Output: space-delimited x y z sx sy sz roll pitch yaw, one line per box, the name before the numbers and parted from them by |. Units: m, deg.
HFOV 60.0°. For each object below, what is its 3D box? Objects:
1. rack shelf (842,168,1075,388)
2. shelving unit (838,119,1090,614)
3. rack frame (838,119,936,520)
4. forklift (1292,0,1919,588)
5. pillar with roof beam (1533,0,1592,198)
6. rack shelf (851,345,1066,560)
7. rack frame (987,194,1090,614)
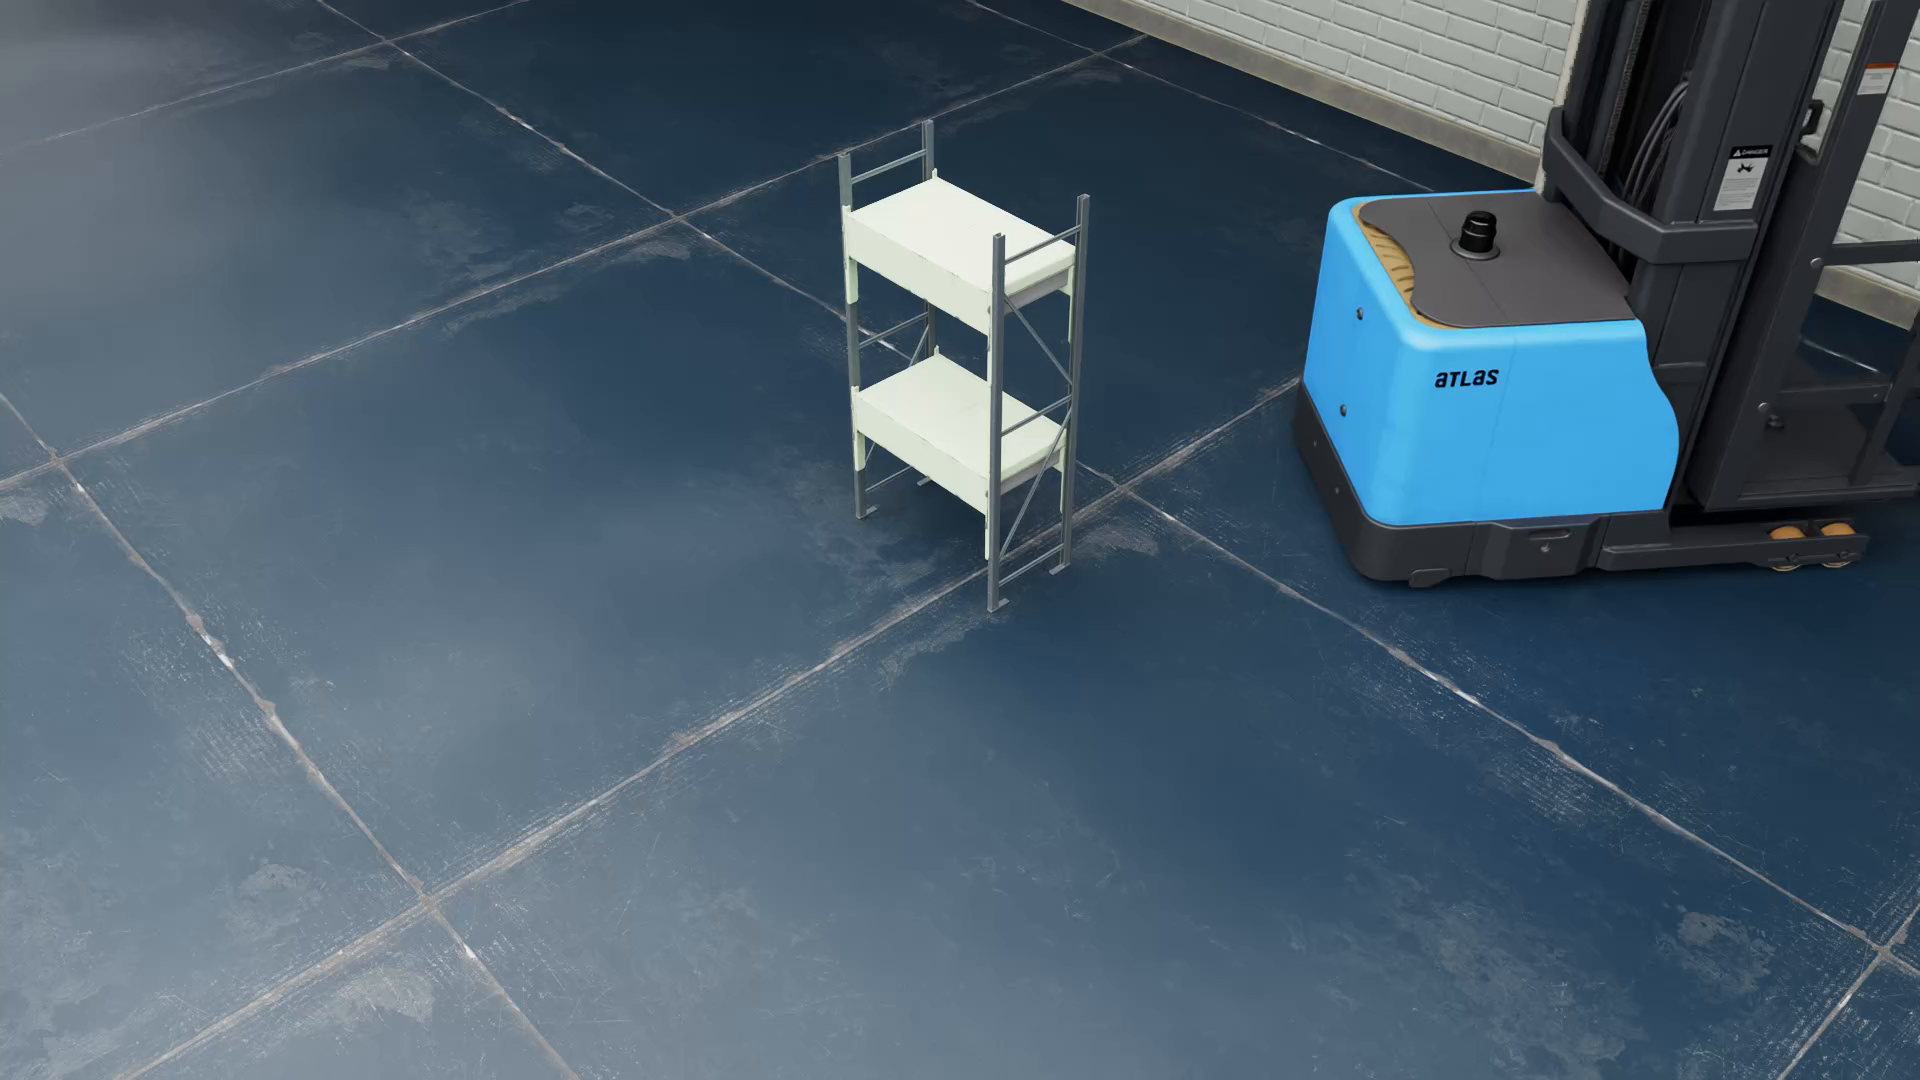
rack shelf | 0.005 -0.884 5.530 0.431 0.370 0.720 -30 48 -32
shelving unit | 0.005 -0.580 5.775 0.431 1.500 0.755 -30 48 -32
rack frame | -0.243 -0.750 5.985 0.400 1.500 0.023 -30 48 -32
forklift | 2.885 -1.355 5.594 3.031 2.935 1.130 -4 39 -5
pillar with roof beam | -0.100 -3.285 3.156 9.100 9.000 0.400 -30 48 -32
rack shelf | 0.005 -0.327 5.980 0.431 0.370 0.720 -30 48 -32
rack frame | 0.252 -0.411 5.565 0.400 1.500 0.023 -30 48 -32
